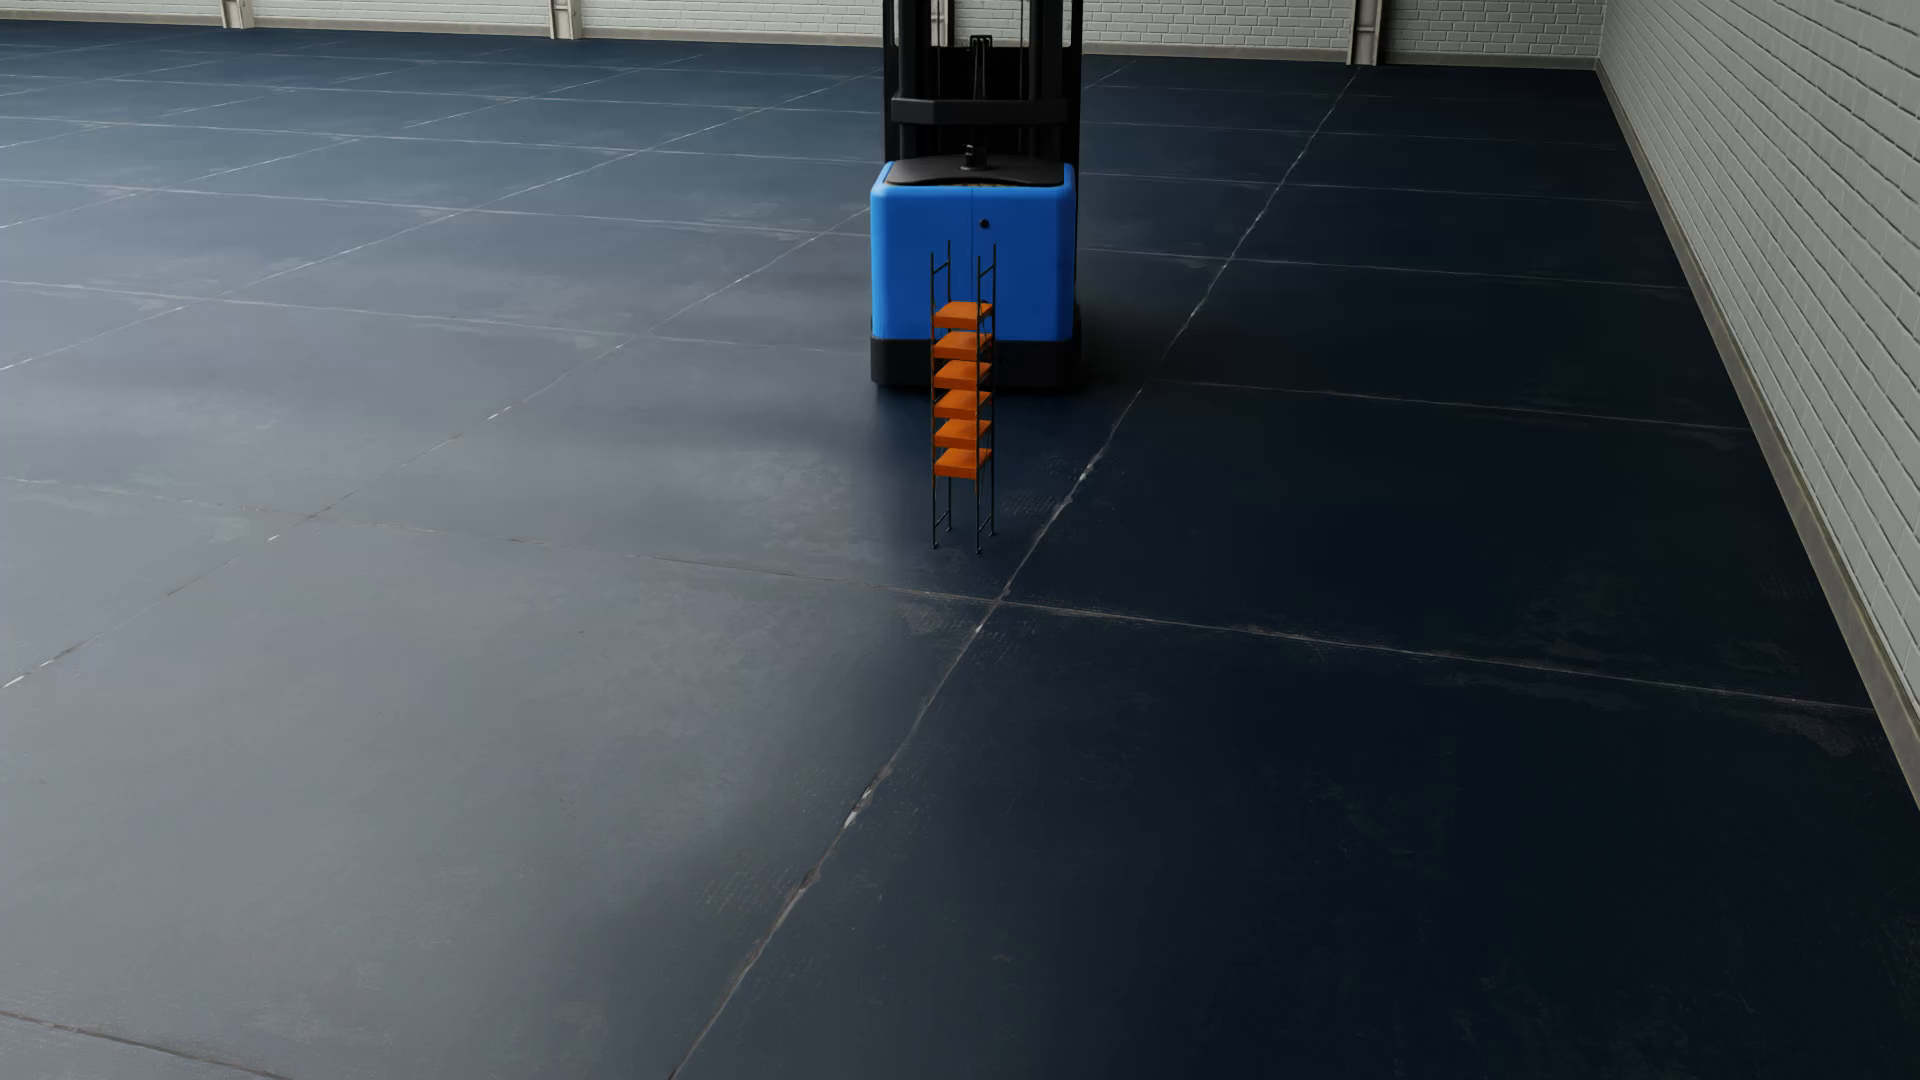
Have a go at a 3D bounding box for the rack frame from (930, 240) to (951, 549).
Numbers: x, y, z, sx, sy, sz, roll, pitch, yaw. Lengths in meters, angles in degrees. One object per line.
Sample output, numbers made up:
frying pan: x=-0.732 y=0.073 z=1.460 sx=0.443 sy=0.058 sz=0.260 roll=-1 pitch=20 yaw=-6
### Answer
rack frame: x=-0.074 y=-0.564 z=6.563 sx=0.006 sy=1.200 sz=0.240 roll=7 pitch=23 yaw=16

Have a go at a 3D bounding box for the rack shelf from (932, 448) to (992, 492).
rack shelf: x=0.014 y=-0.290 z=6.646 sx=0.180 sy=0.103 sz=0.258 roll=7 pitch=23 yaw=16

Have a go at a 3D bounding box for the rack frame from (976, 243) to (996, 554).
rack frame: x=0.101 y=-0.543 z=6.514 sx=0.006 sy=1.200 sz=0.240 roll=7 pitch=23 yaw=16

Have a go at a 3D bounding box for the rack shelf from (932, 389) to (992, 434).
rack shelf: x=0.014 y=-0.512 z=6.555 sx=0.180 sy=0.103 sz=0.258 roll=7 pitch=23 yaw=16

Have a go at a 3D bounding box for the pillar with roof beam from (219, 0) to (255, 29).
pillar with roof beam: x=-13.047 y=-10.999 z=21.727 sx=0.400 sy=9.000 sz=9.100 roll=7 pitch=23 yaw=16

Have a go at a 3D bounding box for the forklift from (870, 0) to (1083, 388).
forklift: x=0.136 y=-2.647 z=9.362 sx=1.130 sy=2.935 sz=3.031 roll=1 pitch=22 yaw=3

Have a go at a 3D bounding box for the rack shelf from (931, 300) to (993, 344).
rack shelf: x=0.014 y=-0.845 z=6.419 sx=0.180 sy=0.103 sz=0.258 roll=7 pitch=23 yaw=16

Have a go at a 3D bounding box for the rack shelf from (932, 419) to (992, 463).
rack shelf: x=0.014 y=-0.401 z=6.601 sx=0.180 sy=0.103 sz=0.258 roll=7 pitch=23 yaw=16

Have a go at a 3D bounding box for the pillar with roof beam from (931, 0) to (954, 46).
pillar with roof beam: x=-1.559 y=-9.683 z=18.520 sx=0.400 sy=9.000 sz=9.100 roll=7 pitch=23 yaw=16

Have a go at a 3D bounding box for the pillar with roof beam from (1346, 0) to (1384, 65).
pillar with roof beam: x=4.186 y=-9.026 z=16.916 sx=0.400 sy=9.000 sz=9.100 roll=7 pitch=23 yaw=16

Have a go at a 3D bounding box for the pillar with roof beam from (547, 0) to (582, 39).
pillar with roof beam: x=-7.303 y=-10.341 z=20.123 sx=0.400 sy=9.000 sz=9.100 roll=7 pitch=23 yaw=16

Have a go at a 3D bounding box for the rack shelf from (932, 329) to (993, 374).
rack shelf: x=0.014 y=-0.734 z=6.464 sx=0.180 sy=0.103 sz=0.258 roll=7 pitch=23 yaw=16

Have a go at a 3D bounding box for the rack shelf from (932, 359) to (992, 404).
rack shelf: x=0.014 y=-0.623 z=6.510 sx=0.180 sy=0.103 sz=0.258 roll=7 pitch=23 yaw=16

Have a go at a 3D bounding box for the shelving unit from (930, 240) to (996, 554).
shelving unit: x=0.014 y=-0.554 z=6.538 sx=0.189 sy=1.200 sz=0.258 roll=7 pitch=23 yaw=16
